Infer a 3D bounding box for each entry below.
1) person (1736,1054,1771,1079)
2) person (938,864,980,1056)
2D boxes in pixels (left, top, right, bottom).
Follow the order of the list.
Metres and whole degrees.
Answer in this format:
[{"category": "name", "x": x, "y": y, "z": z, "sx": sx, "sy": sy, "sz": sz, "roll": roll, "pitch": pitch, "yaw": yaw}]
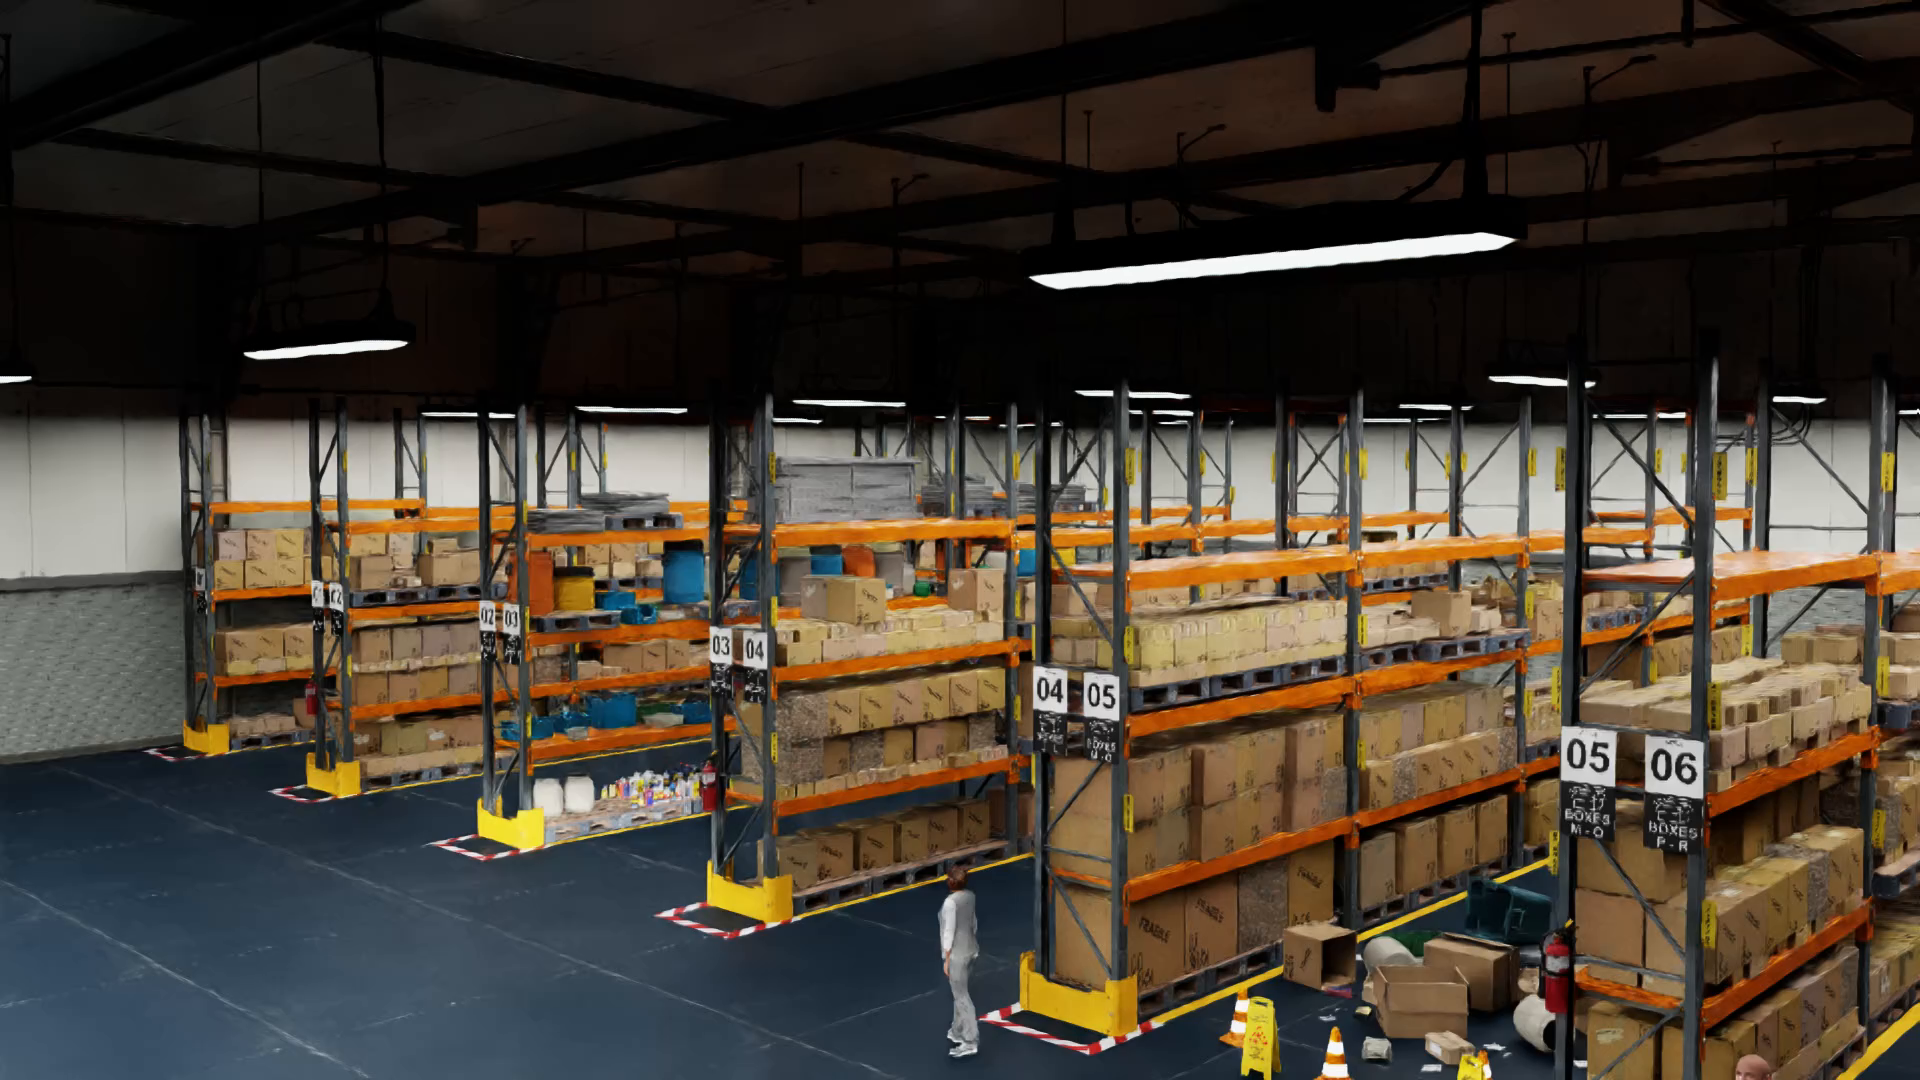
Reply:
[{"category": "person", "x": 4.669, "y": 3.816, "z": 9.661, "sx": 0.926, "sy": 1.679, "sz": 0.560, "roll": -2, "pitch": 3, "yaw": -30}, {"category": "person", "x": -0.011, "y": 3.606, "z": 14.383, "sx": 0.480, "sy": 1.594, "sz": 0.535, "roll": 2, "pitch": 3, "yaw": 31}]
